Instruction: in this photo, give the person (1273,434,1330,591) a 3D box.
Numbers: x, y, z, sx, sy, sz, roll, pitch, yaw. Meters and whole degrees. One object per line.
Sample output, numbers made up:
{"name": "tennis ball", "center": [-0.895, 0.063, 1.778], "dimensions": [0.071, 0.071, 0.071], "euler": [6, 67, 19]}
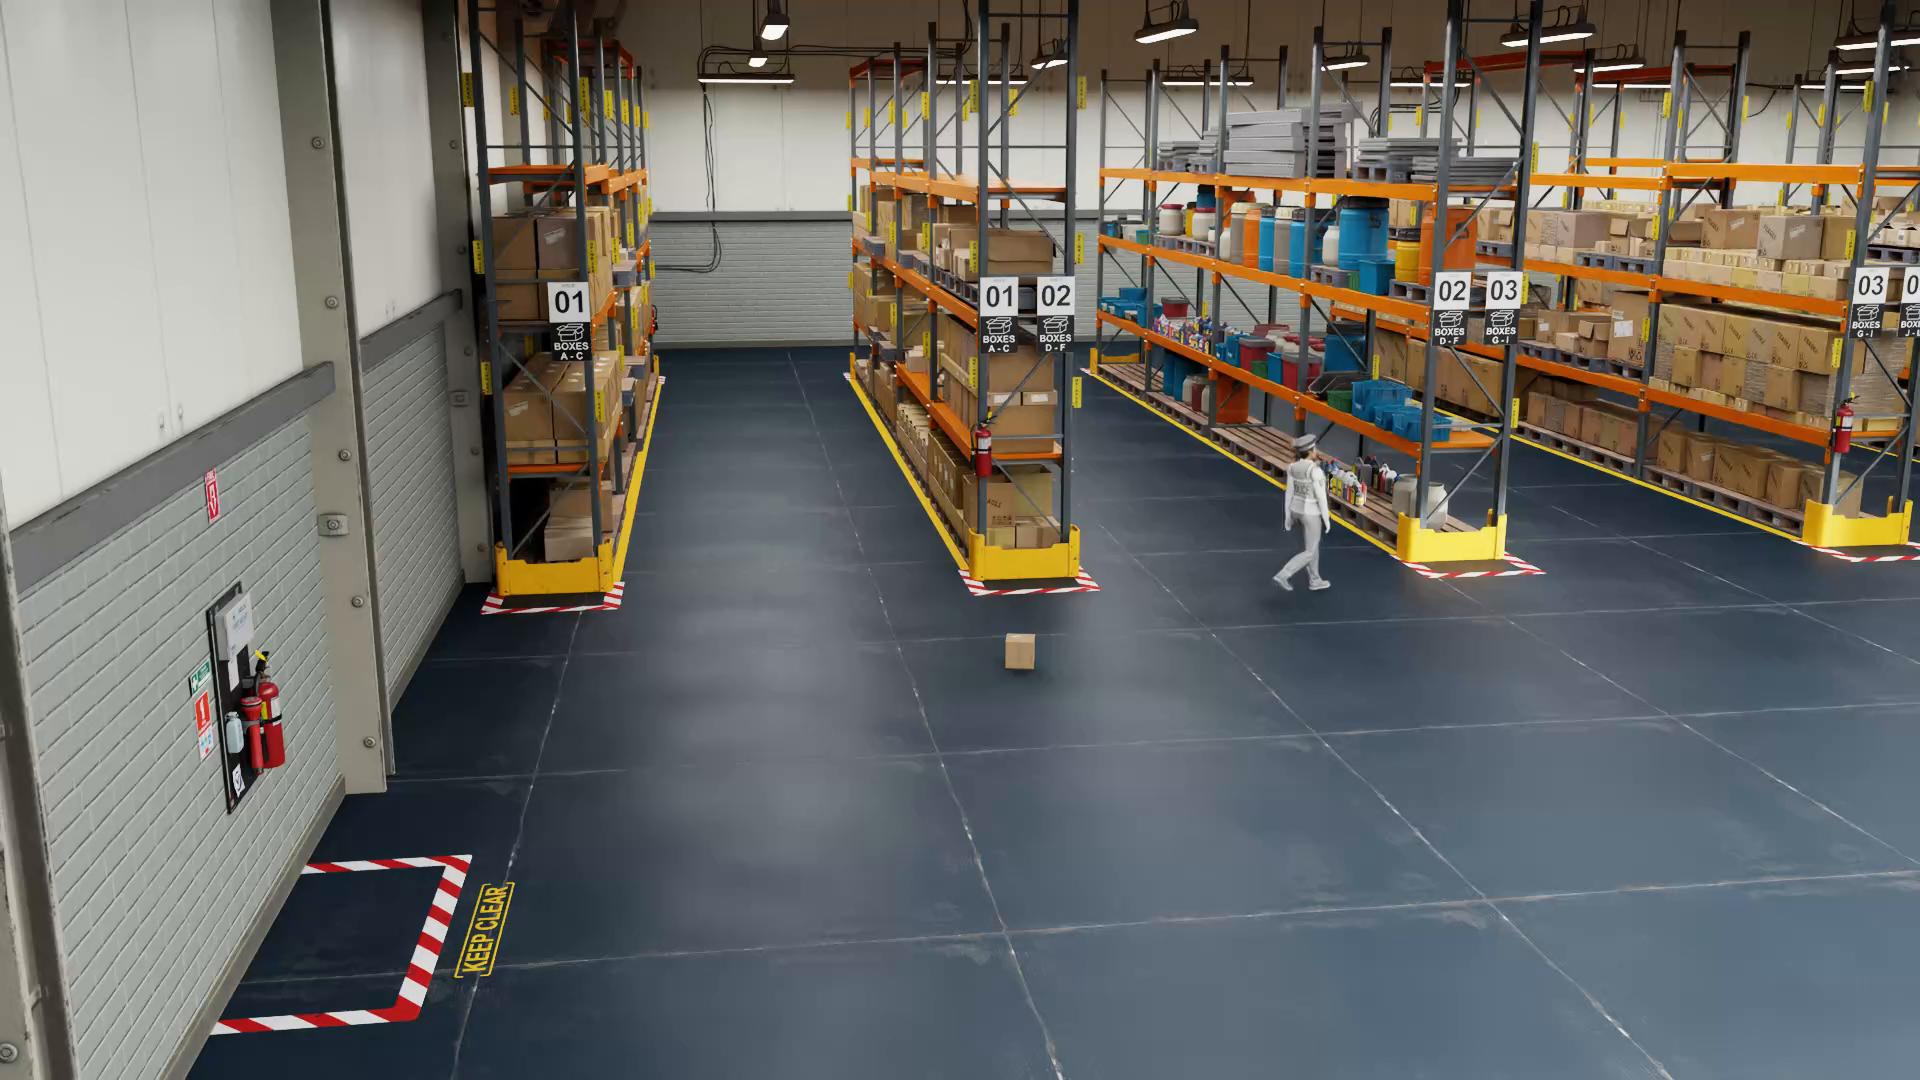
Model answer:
{"name": "person", "center": [3.530, -0.260, 16.983], "dimensions": [0.862, 1.653, 0.496], "euler": [-7, 15, -29]}
